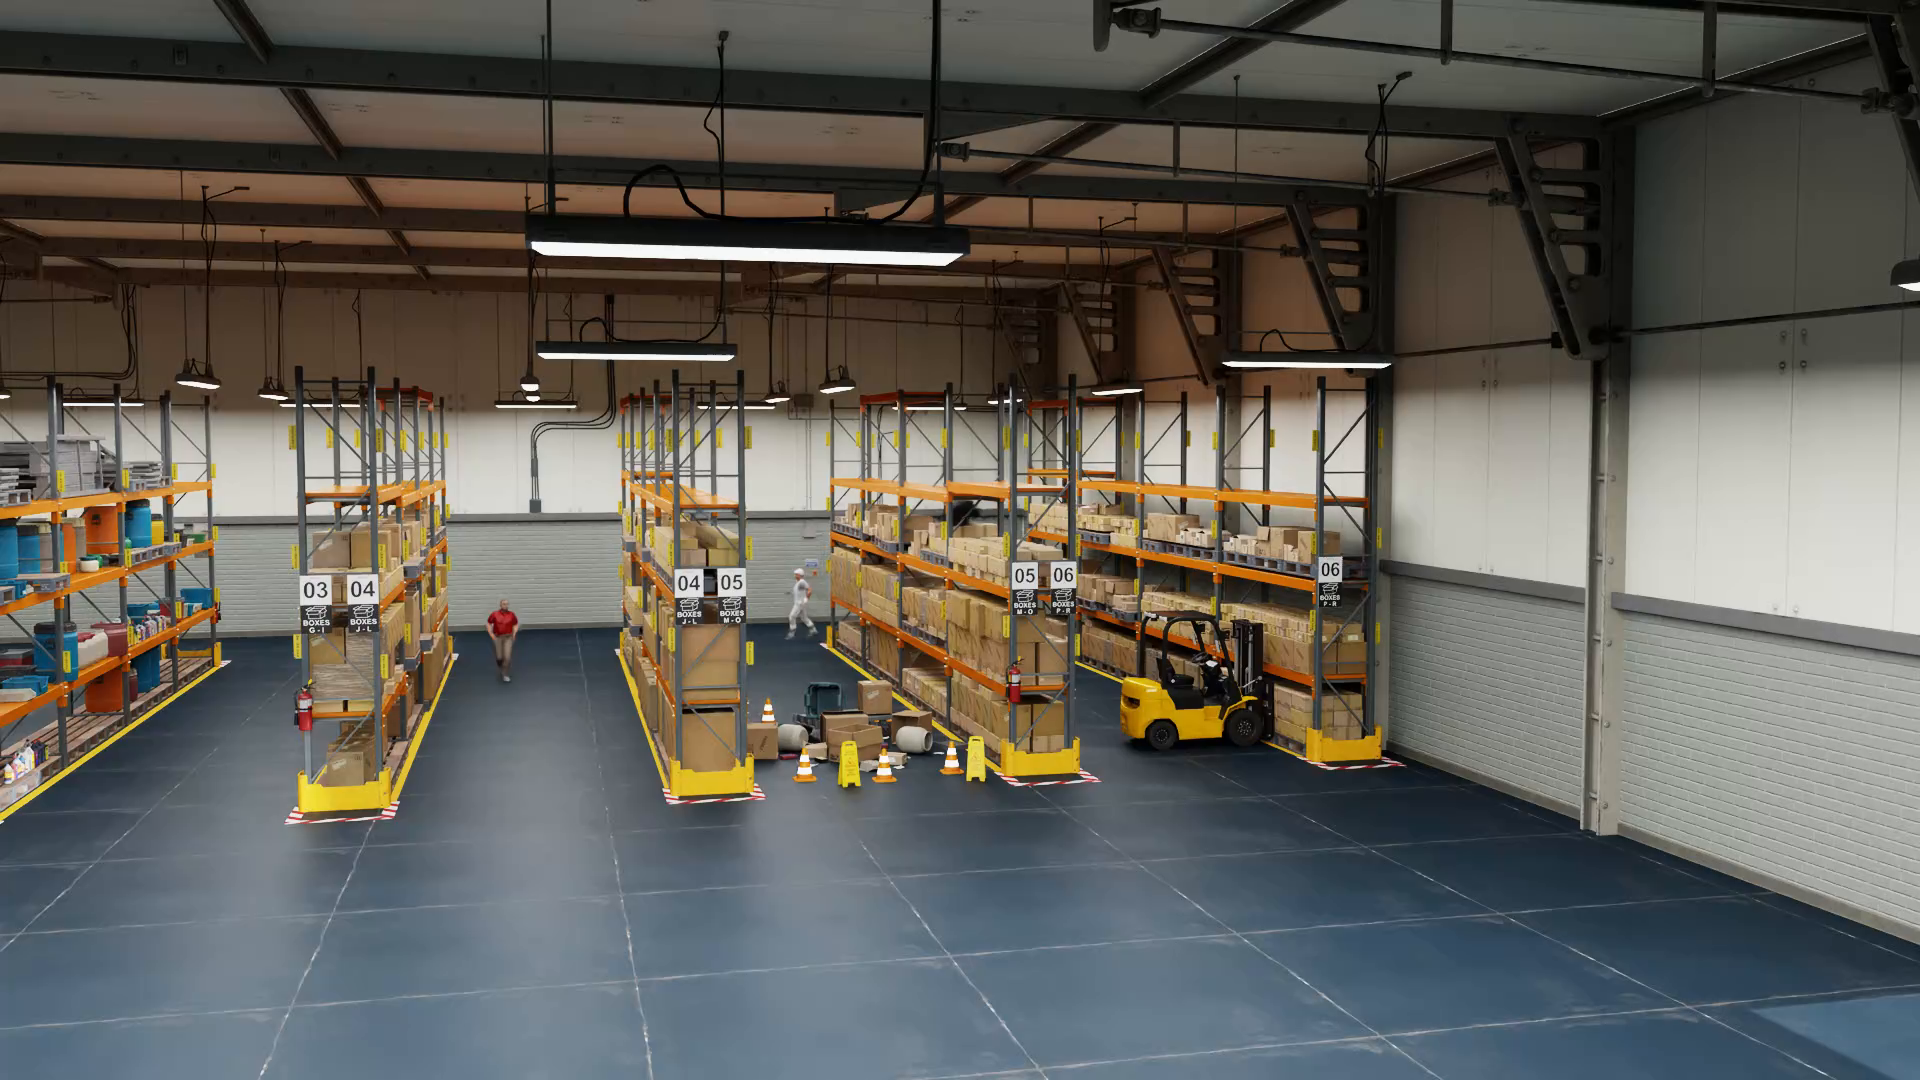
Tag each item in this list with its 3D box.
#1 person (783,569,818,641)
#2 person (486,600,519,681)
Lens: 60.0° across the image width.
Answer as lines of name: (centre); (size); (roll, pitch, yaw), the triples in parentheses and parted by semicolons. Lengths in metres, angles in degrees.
person: (-3.998, 1.614, 41.513); (0.861, 1.808, 0.685); (-1, 3, -9)
person: (-9.554, 2.093, 34.786); (0.662, 1.696, 0.557); (-1, 4, -23)
